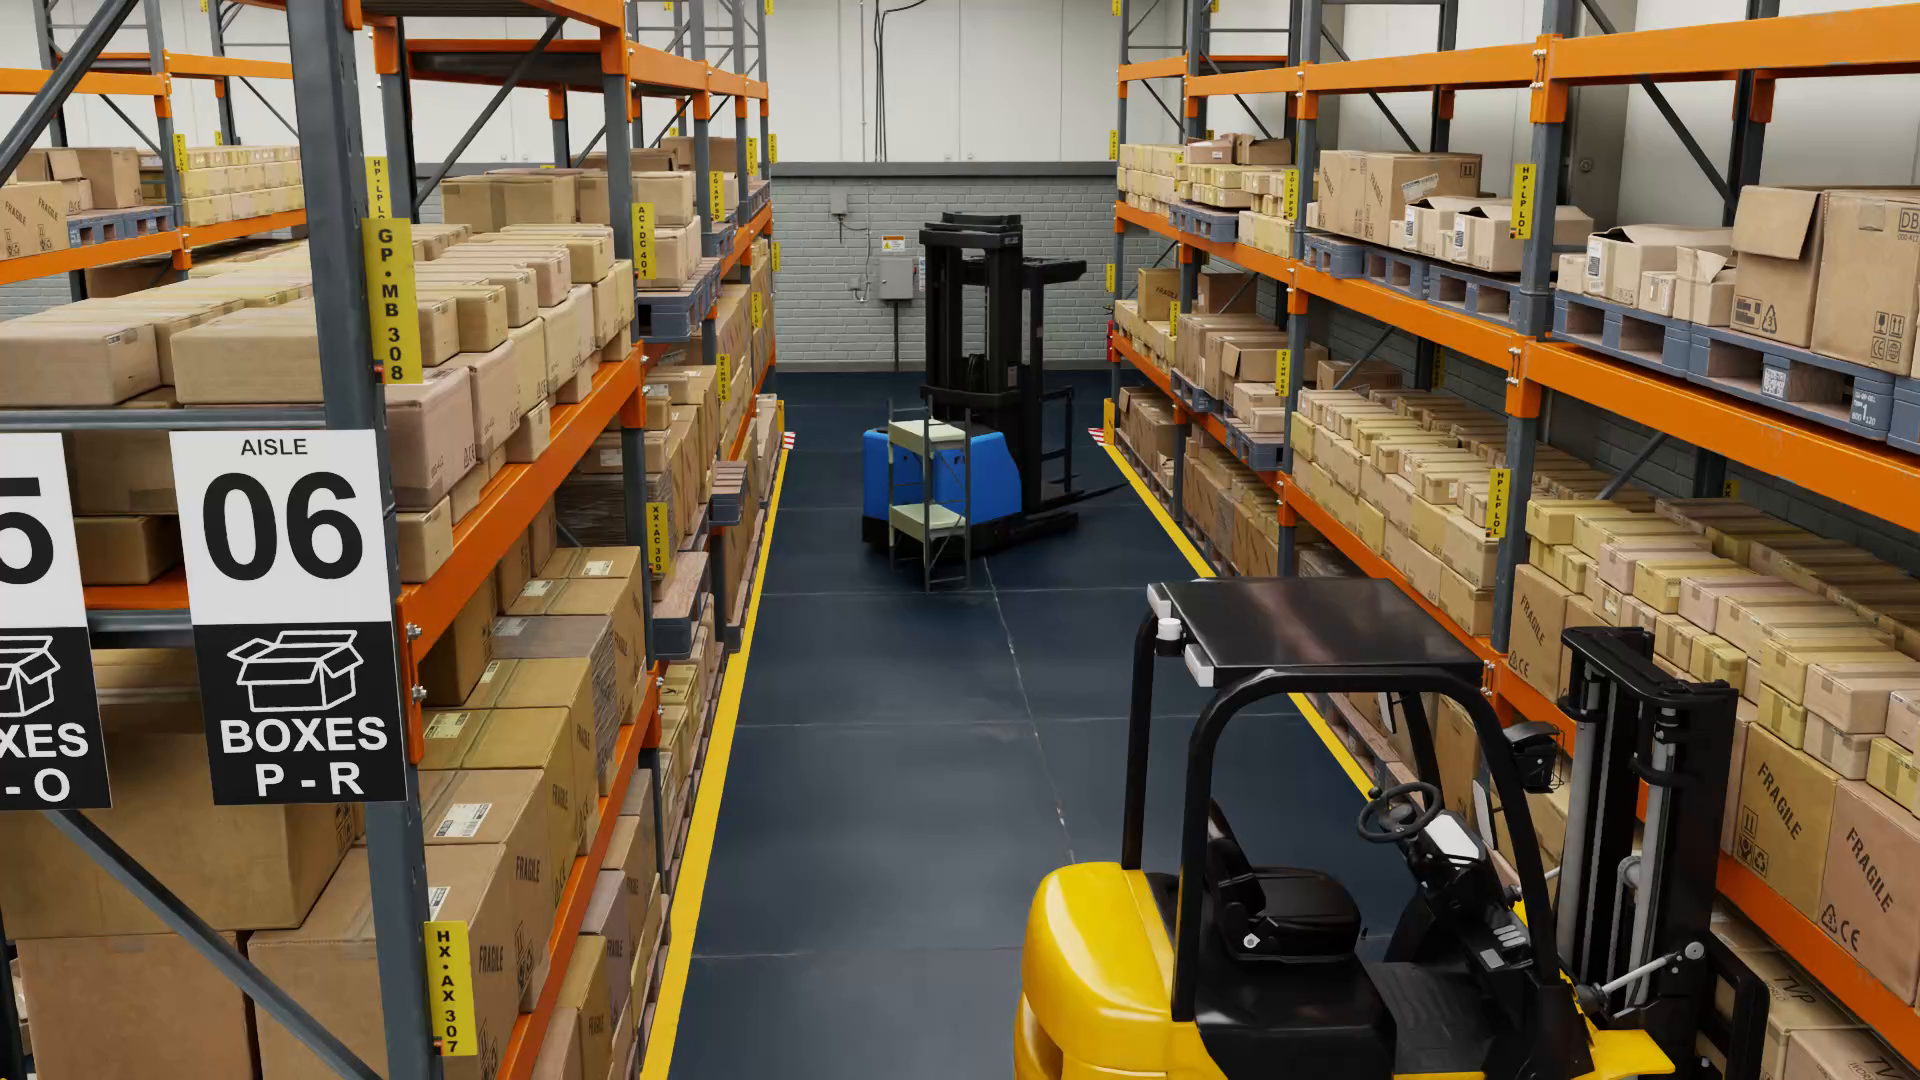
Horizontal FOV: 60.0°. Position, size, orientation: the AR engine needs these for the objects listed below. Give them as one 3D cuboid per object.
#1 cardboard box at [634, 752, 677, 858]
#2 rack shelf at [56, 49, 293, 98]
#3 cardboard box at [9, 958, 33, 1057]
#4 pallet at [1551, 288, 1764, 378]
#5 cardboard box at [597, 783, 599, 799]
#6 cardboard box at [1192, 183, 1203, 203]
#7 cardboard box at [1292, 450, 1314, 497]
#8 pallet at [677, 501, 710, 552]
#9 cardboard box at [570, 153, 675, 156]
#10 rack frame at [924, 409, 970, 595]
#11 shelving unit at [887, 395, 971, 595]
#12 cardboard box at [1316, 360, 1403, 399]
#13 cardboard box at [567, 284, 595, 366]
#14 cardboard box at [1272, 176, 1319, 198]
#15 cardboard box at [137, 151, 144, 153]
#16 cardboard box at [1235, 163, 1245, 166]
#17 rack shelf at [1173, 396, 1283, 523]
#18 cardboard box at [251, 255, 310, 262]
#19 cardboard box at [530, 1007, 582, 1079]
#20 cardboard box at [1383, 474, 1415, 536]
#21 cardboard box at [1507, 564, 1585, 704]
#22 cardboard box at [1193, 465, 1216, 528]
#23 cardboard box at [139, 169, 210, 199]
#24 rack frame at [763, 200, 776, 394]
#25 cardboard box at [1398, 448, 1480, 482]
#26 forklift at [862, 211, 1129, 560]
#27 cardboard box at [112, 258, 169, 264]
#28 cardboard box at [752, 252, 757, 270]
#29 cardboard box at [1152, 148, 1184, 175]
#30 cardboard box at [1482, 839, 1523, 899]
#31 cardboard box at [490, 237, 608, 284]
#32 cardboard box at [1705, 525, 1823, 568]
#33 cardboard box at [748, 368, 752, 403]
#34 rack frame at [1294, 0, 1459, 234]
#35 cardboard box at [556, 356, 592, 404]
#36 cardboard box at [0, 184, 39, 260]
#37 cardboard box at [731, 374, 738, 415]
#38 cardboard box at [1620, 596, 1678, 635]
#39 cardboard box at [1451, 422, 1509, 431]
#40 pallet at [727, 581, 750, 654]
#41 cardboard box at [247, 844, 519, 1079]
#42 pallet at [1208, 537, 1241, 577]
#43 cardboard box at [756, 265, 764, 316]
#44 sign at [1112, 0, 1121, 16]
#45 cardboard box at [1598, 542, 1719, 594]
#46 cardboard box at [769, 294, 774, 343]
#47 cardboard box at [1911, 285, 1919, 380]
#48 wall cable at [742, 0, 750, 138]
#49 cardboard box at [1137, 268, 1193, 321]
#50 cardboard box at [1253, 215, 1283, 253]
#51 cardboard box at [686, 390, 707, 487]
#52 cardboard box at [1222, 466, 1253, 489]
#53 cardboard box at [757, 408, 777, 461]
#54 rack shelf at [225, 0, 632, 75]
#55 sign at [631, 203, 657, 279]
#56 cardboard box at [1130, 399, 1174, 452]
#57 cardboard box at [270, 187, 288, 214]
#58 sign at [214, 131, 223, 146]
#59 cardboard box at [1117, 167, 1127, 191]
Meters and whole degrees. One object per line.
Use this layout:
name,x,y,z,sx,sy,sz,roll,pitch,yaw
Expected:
cardboard box,-1.947,1.359,8.379,0.950,0.372,0.625,-1,14,-3
rack shelf,-7.466,-4.521,16.211,1.077,0.370,4.000,-1,14,-3
cardboard box,-4.004,1.980,7.021,0.258,0.266,0.396,-13,20,-42
pallet,3.120,-0.855,6.713,1.003,0.211,1.213,-1,14,-3
cardboard box,-1.536,0.934,6.105,0.380,0.149,0.250,-1,14,-4
cardboard box,2.193,-2.959,14.170,0.380,0.149,0.250,-1,14,-3
cardboard box,2.577,-0.465,11.340,0.500,0.250,0.500,-1,14,-3
pallet,-1.997,0.010,9.576,1.003,0.211,1.213,-1,14,-3
cardboard box,-2.411,-2.522,11.970,0.700,0.500,0.500,-2,15,-6
rack frame,-0.102,-0.303,13.418,0.400,1.500,0.023,-7,16,-25
shelving unit,-0.259,-0.386,13.738,0.431,1.500,0.755,-7,16,-25
cardboard box,2.918,-1.034,12.207,0.500,0.500,0.500,0,14,-1
cardboard box,-1.567,-0.746,5.812,0.500,0.250,0.500,-1,14,-4
cardboard box,2.499,-2.583,12.152,0.380,0.149,0.250,-1,14,-5
cardboard box,-7.718,-3.482,15.242,0.380,0.149,0.250,-1,14,-4
cardboard box,2.681,-3.301,14.904,0.380,0.149,0.250,-1,14,-4
rack shelf,2.670,-0.801,13.787,1.077,0.370,4.000,-1,14,-3
cardboard box,-2.040,-0.828,5.333,0.380,0.149,0.250,-1,14,-2
cardboard box,-1.477,1.839,5.252,0.500,0.500,0.500,-1,14,-6
cardboard box,2.691,-0.200,9.305,0.500,0.250,0.500,-1,14,-2
cardboard box,2.809,0.409,7.441,0.500,0.500,0.500,-1,14,-5
cardboard box,2.394,-0.384,14.895,0.500,0.500,0.500,-1,14,-4
cardboard box,-7.132,-3.213,14.997,0.500,0.250,0.500,0,14,-2
rack frame,-2.656,-2.564,19.196,1.000,3.000,0.127,-1,14,-3
cardboard box,2.690,-0.419,9.355,0.380,0.149,0.250,-1,14,-3
forklift,0.459,-1.547,15.381,1.130,2.935,3.031,12,19,39
cardboard box,-7.679,-2.386,15.698,0.500,0.500,0.500,-1,14,-5
cardboard box,-2.200,-2.754,16.426,0.380,0.149,0.250,-1,14,-5
cardboard box,2.211,-3.787,16.630,0.500,0.250,0.500,-1,14,-2
cardboard box,2.741,1.596,7.701,0.500,0.250,0.500,-1,14,-3
cardboard box,-1.508,-1.029,6.115,0.380,0.149,0.250,0,14,-2
cardboard box,3.367,0.040,6.977,0.380,0.149,0.250,-1,14,-4
cardboard box,-2.128,-1.389,14.930,0.500,0.250,0.500,-1,14,-5
rack frame,2.794,-3.557,11.017,1.000,3.000,0.127,-1,14,-3
cardboard box,-1.539,-0.581,5.972,0.380,0.149,0.250,0,14,-2
cardboard box,-6.902,-2.244,11.733,0.500,0.500,0.500,-1,14,-3
cardboard box,-1.994,-1.127,12.906,0.500,0.250,0.500,-1,14,-4
cardboard box,2.817,0.320,6.484,0.380,0.149,0.250,-1,14,-4
cardboard box,3.221,-0.621,10.142,0.380,0.149,0.250,-1,14,-4
pallet,-2.134,0.579,12.577,1.003,0.211,1.213,-1,14,-3
cardboard box,-1.417,1.101,4.155,0.500,0.500,0.500,-1,14,-4
pallet,2.713,0.209,14.012,1.003,0.211,1.213,-1,14,-3
cardboard box,-2.241,-2.477,16.652,0.500,0.500,0.500,-1,14,-2
sign,1.757,-6.029,18.591,0.100,0.325,0.005,-1,14,-3
cardboard box,2.810,0.113,6.694,0.380,0.149,0.250,-1,14,-2
cardboard box,-2.362,-2.497,18.733,0.500,0.500,0.500,-1,14,-3
cardboard box,2.919,-0.566,4.638,0.396,0.266,0.258,-1,14,-3
wall cable,-3.289,-6.880,23.930,0.463,3.000,0.029,-1,14,-3
cardboard box,2.151,-2.586,17.481,0.500,0.500,0.500,-1,14,-2
cardboard box,2.488,-2.281,12.377,0.500,0.250,0.500,-1,14,-3
cardboard box,-1.779,-0.608,9.952,0.500,0.500,0.500,-2,15,-7
cardboard box,2.446,-0.537,14.188,0.380,0.149,0.250,0,14,-1
cardboard box,-2.450,-1.137,17.947,0.875,0.438,0.875,0,14,-2
rack shelf,-1.788,-1.638,5.006,1.077,0.370,4.000,-1,14,-3
sign,-1.371,-1.293,7.199,0.100,0.325,0.005,-1,14,-3
cardboard box,2.256,-1.268,18.331,0.700,0.500,0.500,0,14,-1
cardboard box,-7.241,-3.483,17.049,0.500,0.250,0.500,0,14,-1
sign,-8.132,-4.330,18.286,0.100,0.325,0.005,-1,14,-3
cardboard box,2.053,-4.051,18.660,0.500,0.250,0.500,-1,14,-4
